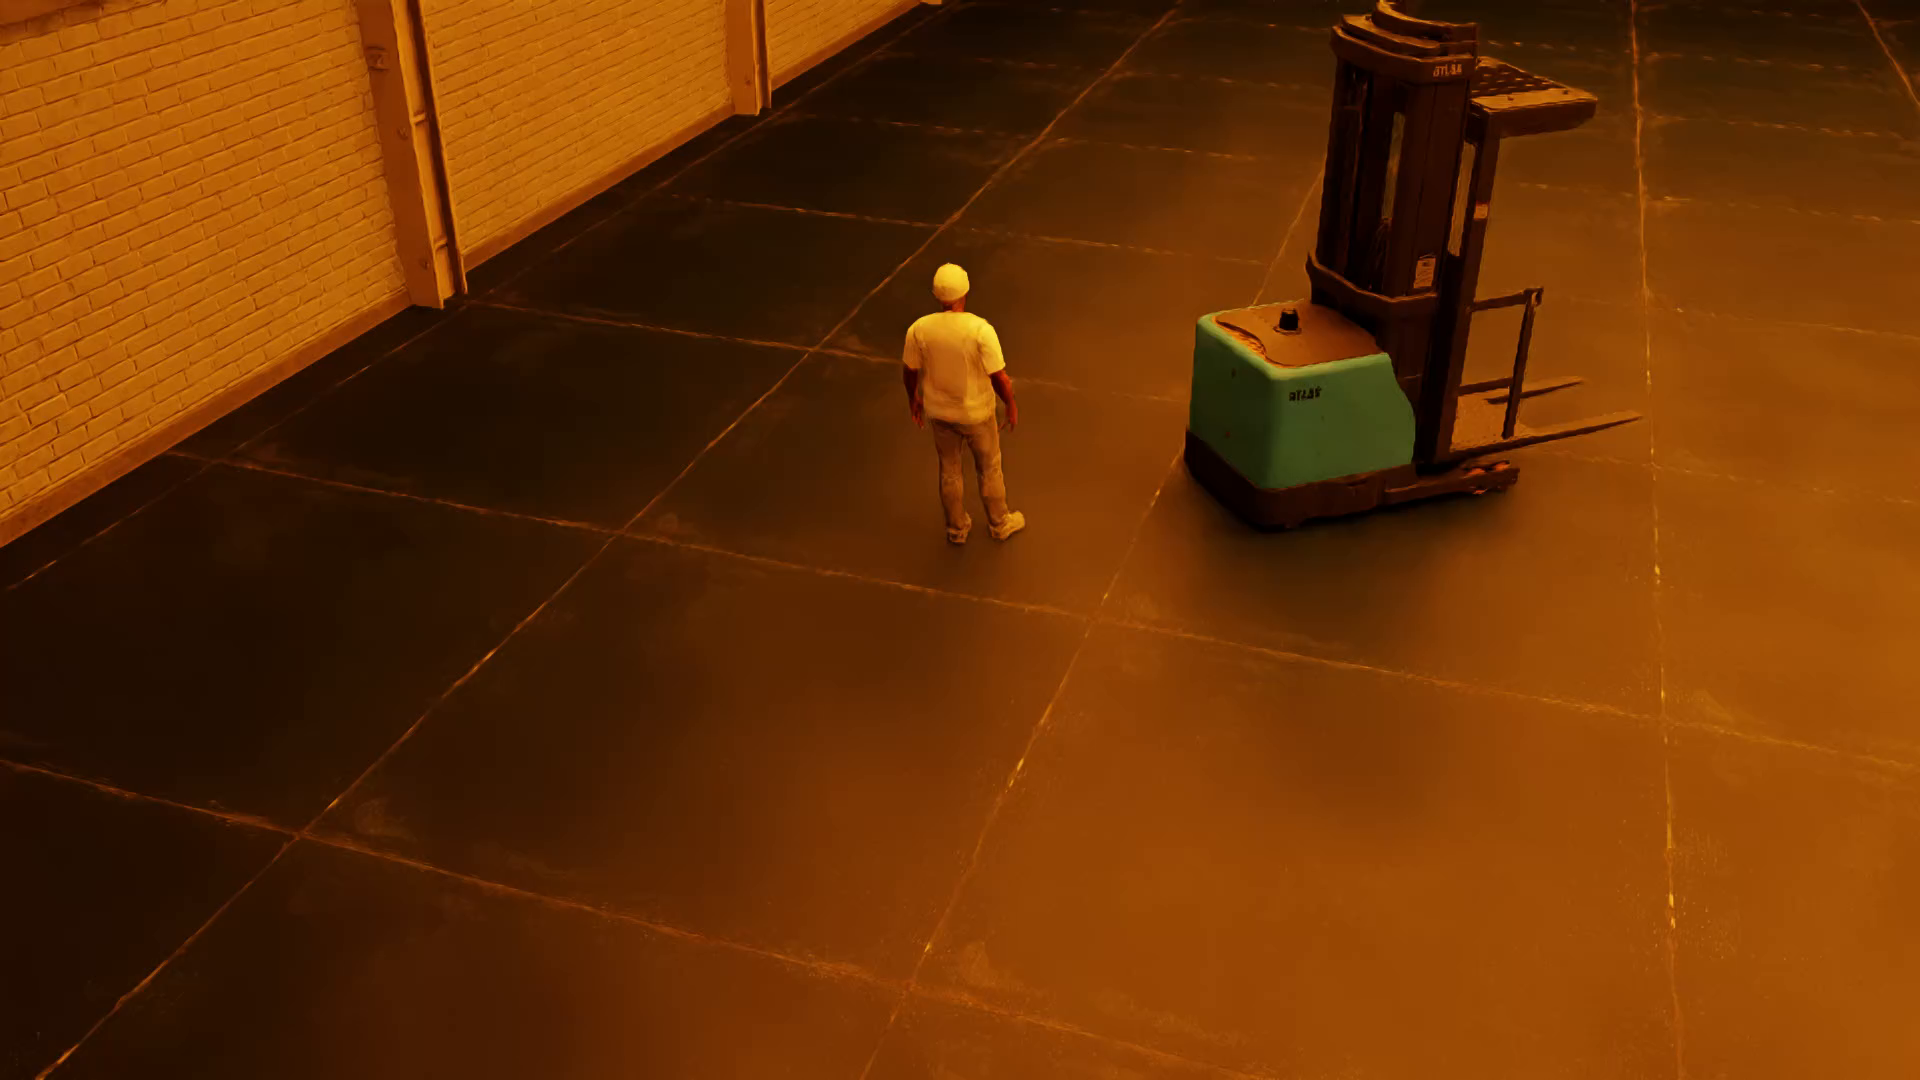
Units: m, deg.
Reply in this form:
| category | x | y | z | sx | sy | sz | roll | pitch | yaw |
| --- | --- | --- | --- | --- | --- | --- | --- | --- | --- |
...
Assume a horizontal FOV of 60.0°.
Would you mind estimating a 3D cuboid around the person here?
| category | x | y | z | sx | sy | sz | roll | pitch | yaw |
| --- | --- | --- | --- | --- | --- | --- | --- | --- | --- |
| person | 0.028 | -0.805 | 9.711 | 0.665 | 1.766 | 0.576 | 10 | 31 | 16 |

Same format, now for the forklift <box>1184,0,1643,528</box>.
| category | x | y | z | sx | sy | sz | roll | pitch | yaw |
| --- | --- | --- | --- | --- | --- | --- | --- | --- | --- |
| forklift | 3.035 | -1.795 | 10.286 | 3.031 | 2.935 | 1.130 | -11 | 31 | -18 |
